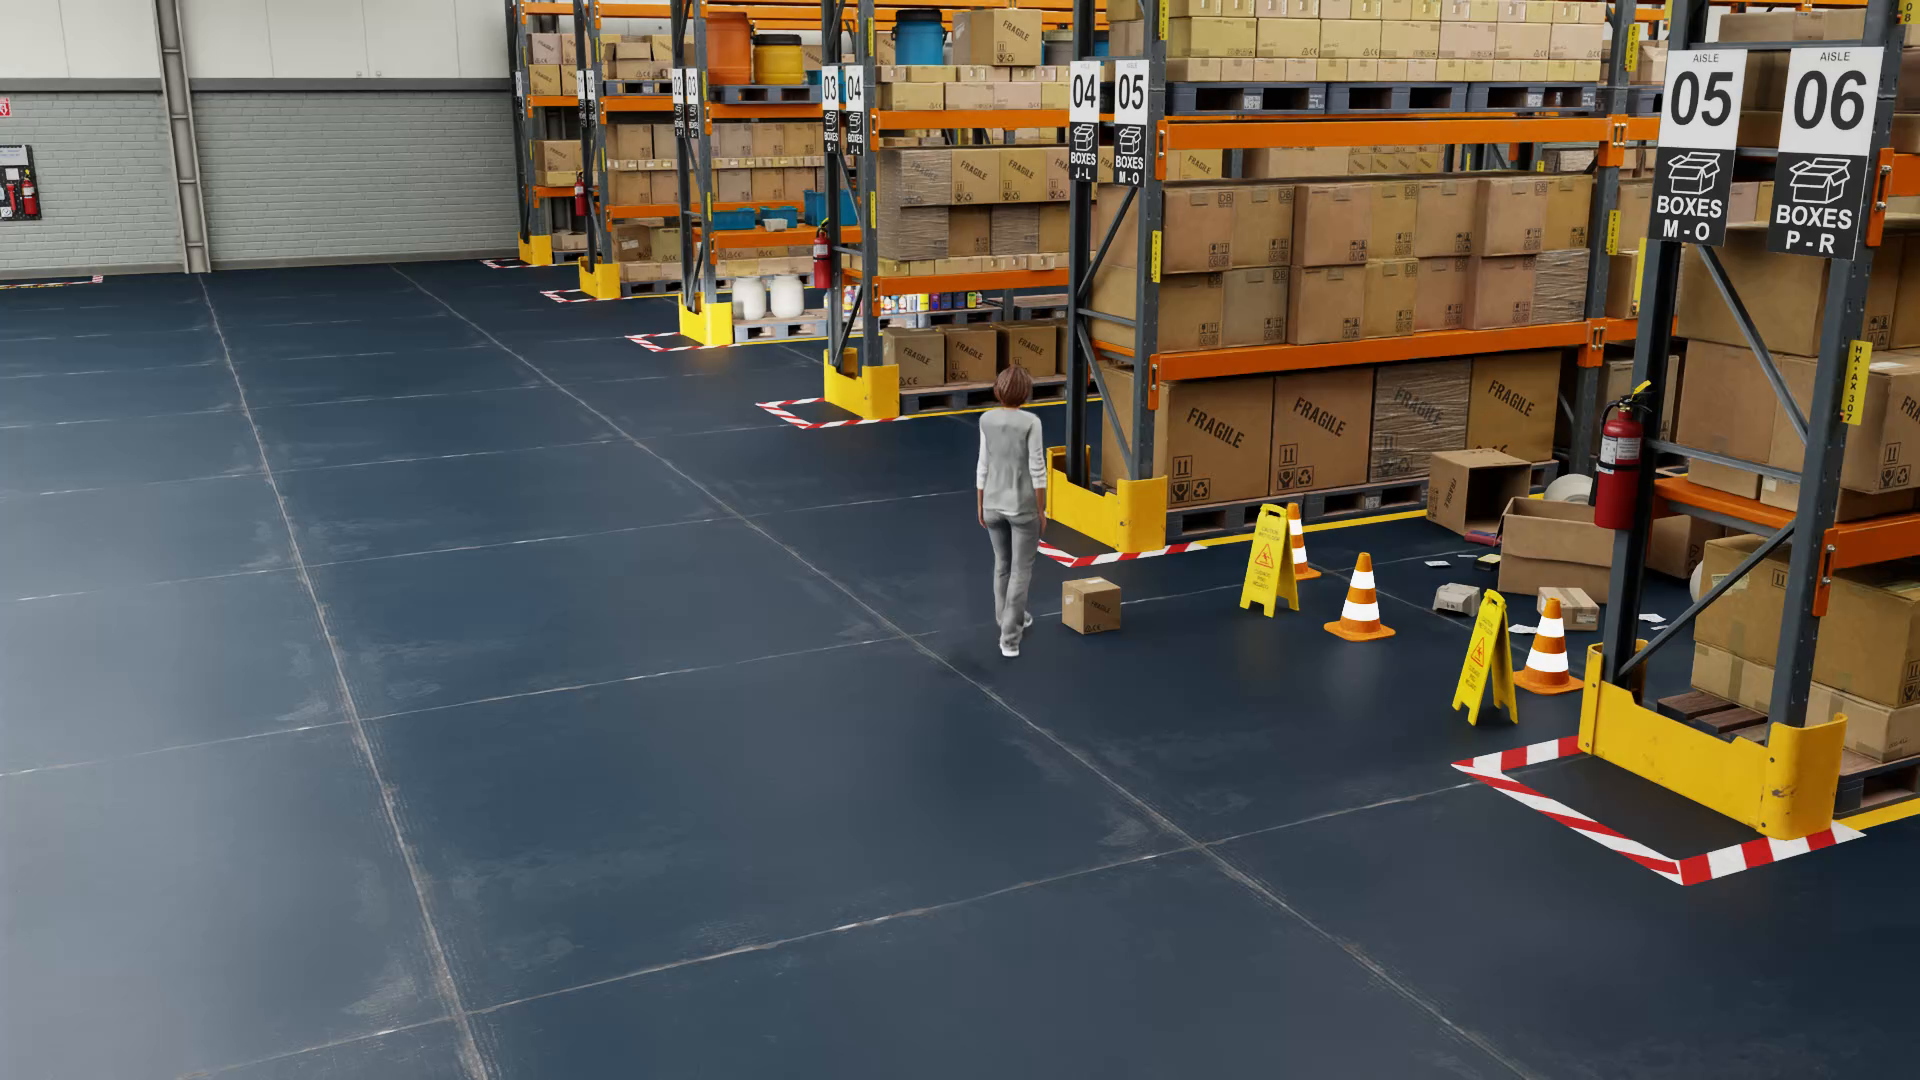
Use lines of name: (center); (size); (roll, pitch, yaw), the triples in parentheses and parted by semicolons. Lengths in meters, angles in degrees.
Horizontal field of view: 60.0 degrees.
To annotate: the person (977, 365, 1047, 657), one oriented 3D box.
person: (0.321, -0.182, 9.185); (0.419, 1.580, 0.619); (8, 18, 28)
